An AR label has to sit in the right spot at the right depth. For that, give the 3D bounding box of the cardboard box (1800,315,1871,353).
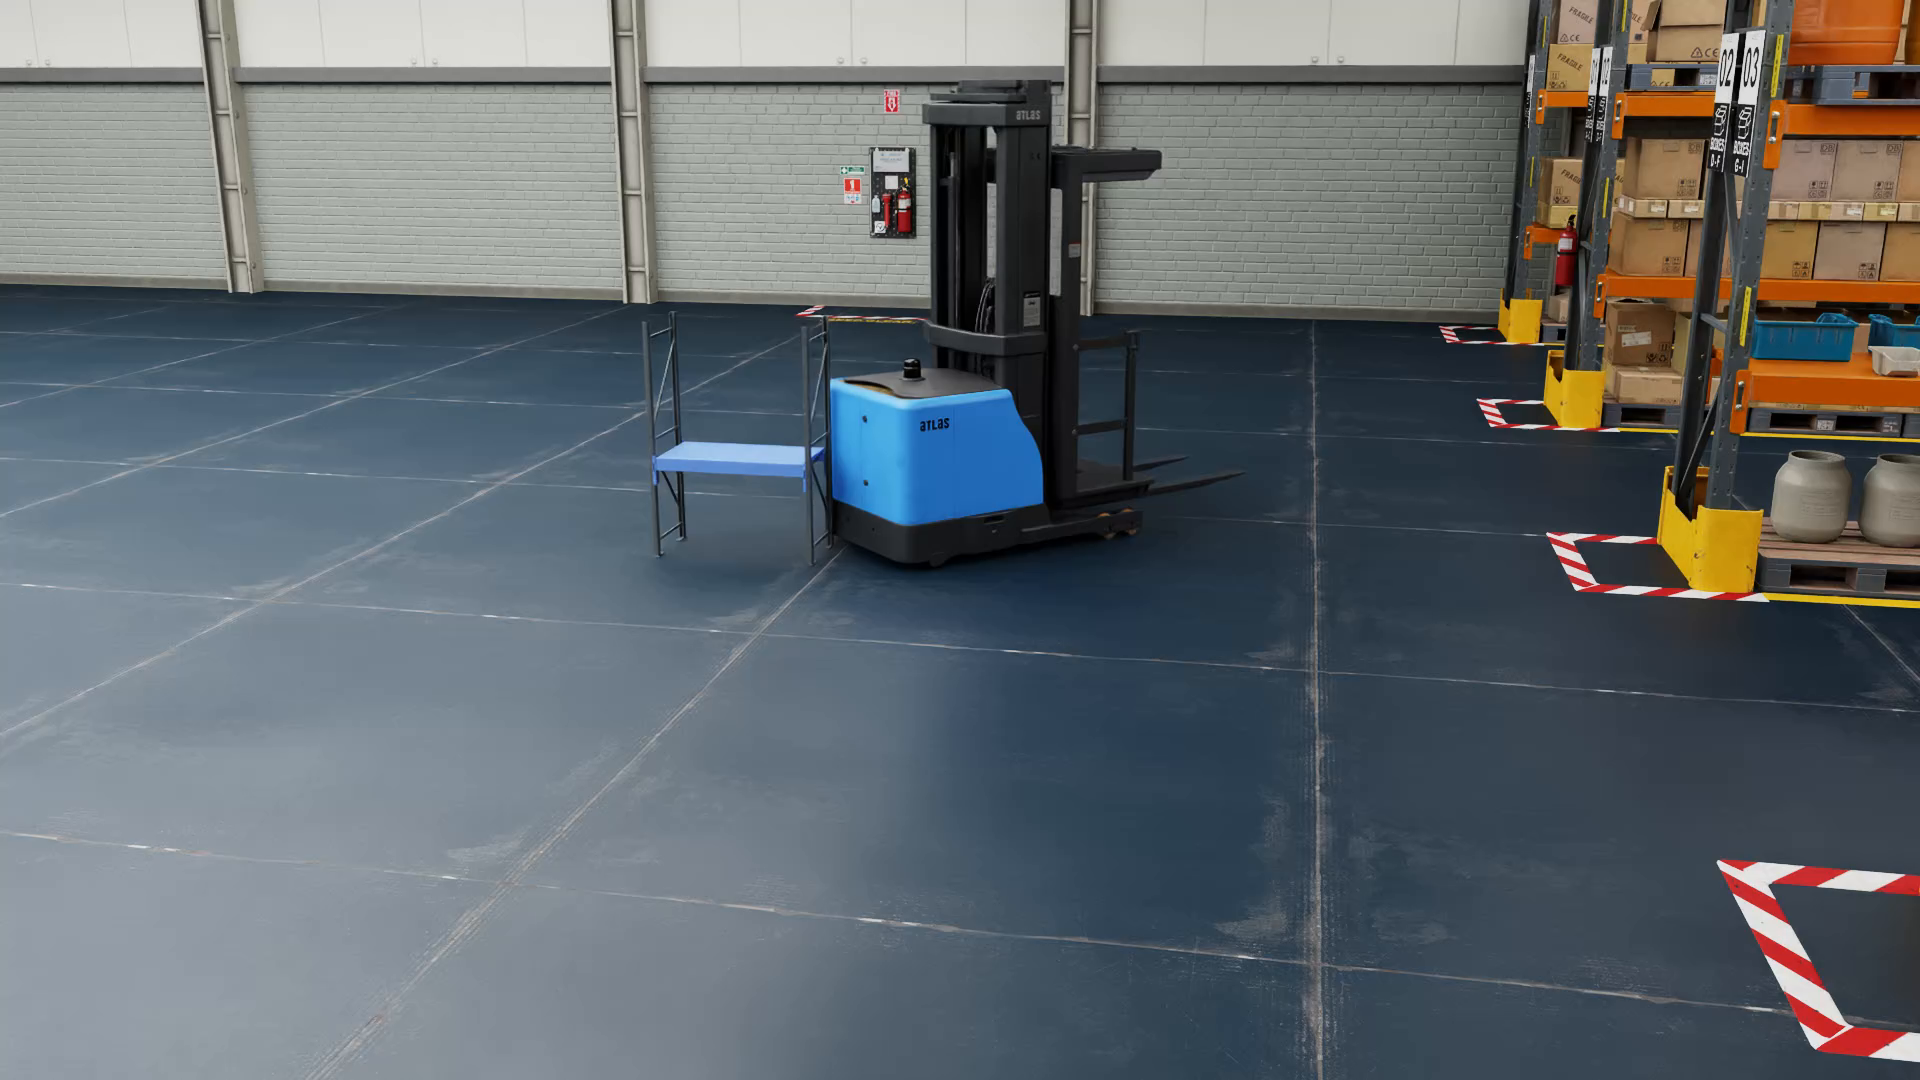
[{"bbox_3d":[7.510,-1.646,14.274,0.500,0.500,0.500,3,16,11],"label":"cardboard box"}]

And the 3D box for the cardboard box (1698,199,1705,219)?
[{"bbox_3d":[6.404,-2.831,14.191,0.250,0.149,0.380,3,16,11],"label":"cardboard box"}]

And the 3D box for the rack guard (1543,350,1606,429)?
[{"bbox_3d":[5.536,-1.371,15.005,0.348,0.500,1.175,3,16,11],"label":"rack guard"}]

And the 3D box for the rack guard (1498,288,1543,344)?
[{"bbox_3d":[6.617,-2.662,19.665,0.348,0.500,1.175,3,16,11],"label":"rack guard"}]

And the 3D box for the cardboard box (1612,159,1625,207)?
[{"bbox_3d":[7.433,-4.036,18.783,0.500,0.500,0.500,3,16,11],"label":"cardboard box"}]

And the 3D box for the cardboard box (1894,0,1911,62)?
[{"bbox_3d":[7.890,-4.247,13.845,0.637,0.503,0.797,5,16,17],"label":"cardboard box"}]

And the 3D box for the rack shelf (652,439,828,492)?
[{"bbox_3d":[-1.387,-0.476,10.576,1.000,0.185,0.538,3,16,11],"label":"rack shelf"}]

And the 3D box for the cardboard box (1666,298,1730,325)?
[{"bbox_3d":[8.470,-2.735,19.105,0.500,0.500,0.700,2,16,8],"label":"cardboard box"}]

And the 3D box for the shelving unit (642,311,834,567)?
[{"bbox_3d":[-1.387,-0.650,10.528,1.048,1.500,0.538,3,16,11],"label":"shelving unit"}]

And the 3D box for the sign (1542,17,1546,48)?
[{"bbox_3d":[6.435,-5.595,18.316,0.005,0.325,0.100,3,16,11],"label":"sign"}]

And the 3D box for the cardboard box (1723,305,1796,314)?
[{"bbox_3d":[7.127,-1.813,14.877,0.500,0.500,0.500,3,16,11],"label":"cardboard box"}]

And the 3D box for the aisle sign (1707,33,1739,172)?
[{"bbox_3d":[4.557,-2.613,9.937,0.004,0.787,0.394,3,16,11],"label":"aisle sign"}]

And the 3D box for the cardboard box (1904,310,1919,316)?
[{"bbox_3d":[8.595,-1.731,14.583,0.500,0.500,0.500,3,16,11],"label":"cardboard box"}]

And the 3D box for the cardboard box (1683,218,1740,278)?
[{"bbox_3d":[6.530,-2.568,14.455,0.500,0.500,0.700,4,16,13],"label":"cardboard box"}]

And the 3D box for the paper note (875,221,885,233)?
[{"bbox_3d":[-1.052,-4.123,21.908,0.142,0.148,0.016,3,16,11],"label":"paper note"}]

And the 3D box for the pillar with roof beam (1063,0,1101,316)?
[{"bbox_3d":[0.663,-6.144,16.314,0.400,9.000,9.100,3,16,11],"label":"pillar with roof beam"}]

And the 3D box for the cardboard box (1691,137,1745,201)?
[{"bbox_3d":[6.582,-3.190,14.272,0.500,0.500,0.700,3,16,10],"label":"cardboard box"}]

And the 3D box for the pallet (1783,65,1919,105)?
[{"bbox_3d":[5.360,-2.564,9.363,1.213,0.211,1.003,3,16,11],"label":"pallet"}]

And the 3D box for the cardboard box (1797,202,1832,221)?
[{"bbox_3d":[7.163,-2.790,14.042,0.250,0.149,0.380,3,16,10],"label":"cardboard box"}]

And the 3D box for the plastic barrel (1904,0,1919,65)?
[{"bbox_3d":[5.711,-2.990,9.409,0.600,0.588,0.600,0,15,0],"label":"plastic barrel"}]

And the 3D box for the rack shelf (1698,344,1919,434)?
[{"bbox_3d":[6.528,-0.826,9.701,4.000,0.370,1.077,3,16,11],"label":"rack shelf"}]

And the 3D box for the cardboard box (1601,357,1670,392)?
[{"bbox_3d":[6.144,-1.500,15.154,0.500,0.250,0.500,3,16,11],"label":"cardboard box"}]

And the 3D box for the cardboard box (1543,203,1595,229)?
[{"bbox_3d":[6.958,-3.699,18.969,0.500,0.250,0.500,3,16,9],"label":"cardboard box"}]

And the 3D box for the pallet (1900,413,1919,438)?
[{"bbox_3d":[8.708,-1.071,14.463,1.213,0.211,1.003,3,16,11],"label":"pallet"}]

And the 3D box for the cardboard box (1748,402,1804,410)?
[{"bbox_3d":[7.021,-1.313,14.475,0.500,0.250,0.500,3,16,11],"label":"cardboard box"}]

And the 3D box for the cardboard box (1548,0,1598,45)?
[{"bbox_3d":[6.872,-5.772,18.492,0.500,0.500,0.500,2,16,7],"label":"cardboard box"}]

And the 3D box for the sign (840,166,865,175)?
[{"bbox_3d":[-1.411,-4.846,21.810,0.331,0.109,0.001,3,16,11],"label":"sign"}]

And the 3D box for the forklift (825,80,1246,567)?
[{"bbox_3d":[0.618,-1.531,11.029,3.031,2.935,1.130,-10,19,-33],"label":"forklift"}]

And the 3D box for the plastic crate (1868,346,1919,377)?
[{"bbox_3d":[5.381,-1.020,9.549,0.250,0.136,0.298,3,16,11],"label":"plastic crate"}]

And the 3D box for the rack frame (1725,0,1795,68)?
[{"bbox_3d":[4.568,-4.170,9.189,0.127,3.000,1.000,3,16,11],"label":"rack frame"}]

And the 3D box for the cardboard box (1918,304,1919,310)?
[{"bbox_3d":[11.187,-2.630,18.727,0.500,0.500,0.700,4,16,13],"label":"cardboard box"}]

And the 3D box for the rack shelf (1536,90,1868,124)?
[{"bbox_3d":[8.502,-4.863,18.657,4.000,0.370,1.077,3,16,11],"label":"rack shelf"}]

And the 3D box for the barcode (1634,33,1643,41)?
[{"bbox_3d":[5.951,-4.410,14.586,0.075,0.075,0.001,3,16,11],"label":"barcode"}]

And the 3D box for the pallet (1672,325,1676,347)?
[{"bbox_3d":[8.598,-2.405,19.277,1.213,0.211,1.003,3,16,11],"label":"pallet"}]

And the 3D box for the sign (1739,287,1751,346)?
[{"bbox_3d":[4.455,-1.268,9.434,0.005,0.325,0.100,3,16,11],"label":"sign"}]

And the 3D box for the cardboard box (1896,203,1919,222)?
[{"bbox_3d":[7.926,-2.749,13.894,0.250,0.149,0.380,4,16,13],"label":"cardboard box"}]

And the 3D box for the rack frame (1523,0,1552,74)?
[{"bbox_3d":[6.543,-6.762,18.545,0.127,3.000,1.000,3,16,11],"label":"rack frame"}]

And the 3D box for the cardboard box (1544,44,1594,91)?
[{"bbox_3d":[6.820,-5.291,18.629,0.500,0.500,0.500,4,16,13],"label":"cardboard box"}]

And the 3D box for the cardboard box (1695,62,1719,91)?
[{"bbox_3d":[8.379,-5.203,18.313,0.500,0.500,0.500,4,16,15],"label":"cardboard box"}]

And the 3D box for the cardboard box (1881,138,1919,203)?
[{"bbox_3d":[8.057,-3.110,13.984,0.500,0.500,0.700,3,16,11],"label":"cardboard box"}]

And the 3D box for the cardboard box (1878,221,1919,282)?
[{"bbox_3d":[8.034,-2.486,14.160,0.500,0.500,0.700,3,16,12],"label":"cardboard box"}]
